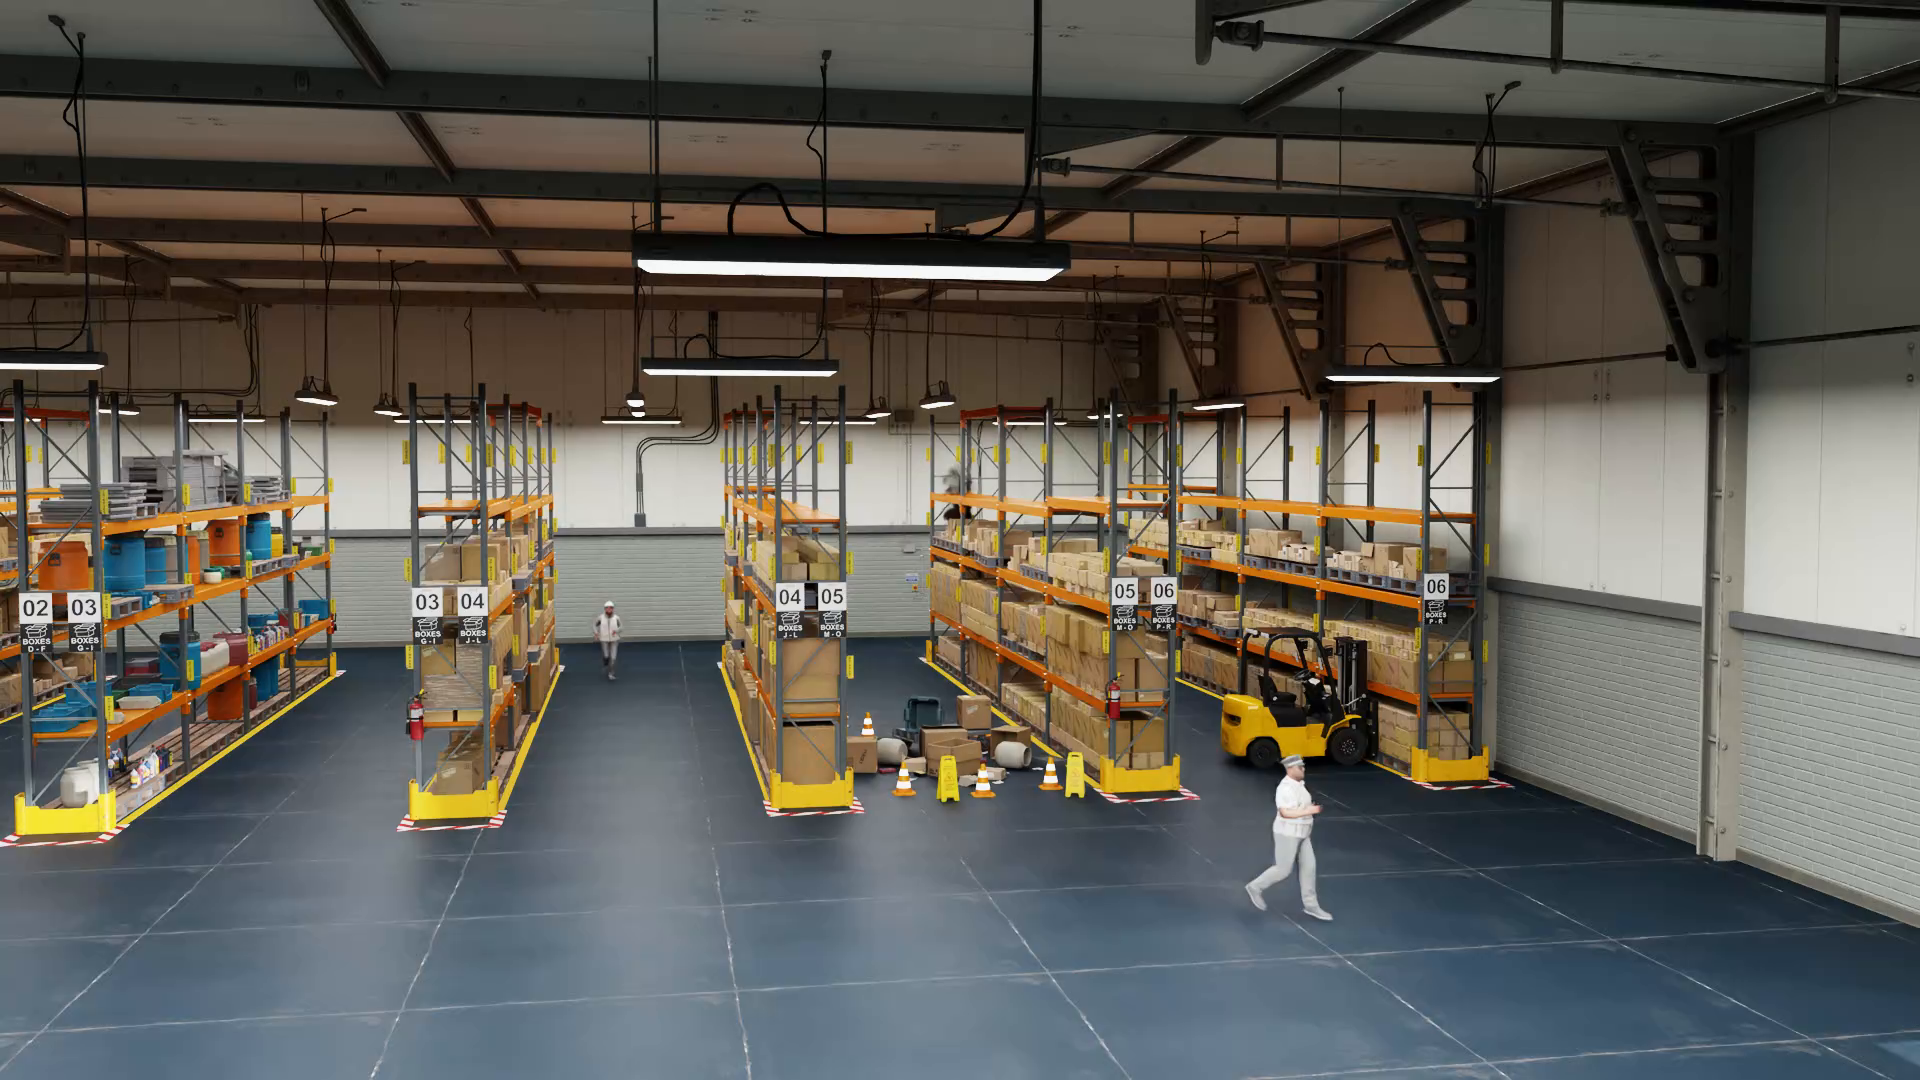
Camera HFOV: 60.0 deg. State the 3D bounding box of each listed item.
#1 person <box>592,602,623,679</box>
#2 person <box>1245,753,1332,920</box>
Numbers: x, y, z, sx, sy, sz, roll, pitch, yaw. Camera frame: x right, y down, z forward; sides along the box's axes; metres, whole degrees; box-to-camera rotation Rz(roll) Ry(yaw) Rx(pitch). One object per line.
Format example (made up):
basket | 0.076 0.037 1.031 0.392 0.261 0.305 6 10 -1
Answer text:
person | -7.879 2.227 37.271 0.674 1.682 0.582 -1 3 -19
person | 3.578 3.178 17.993 0.931 1.774 0.682 2 3 33
